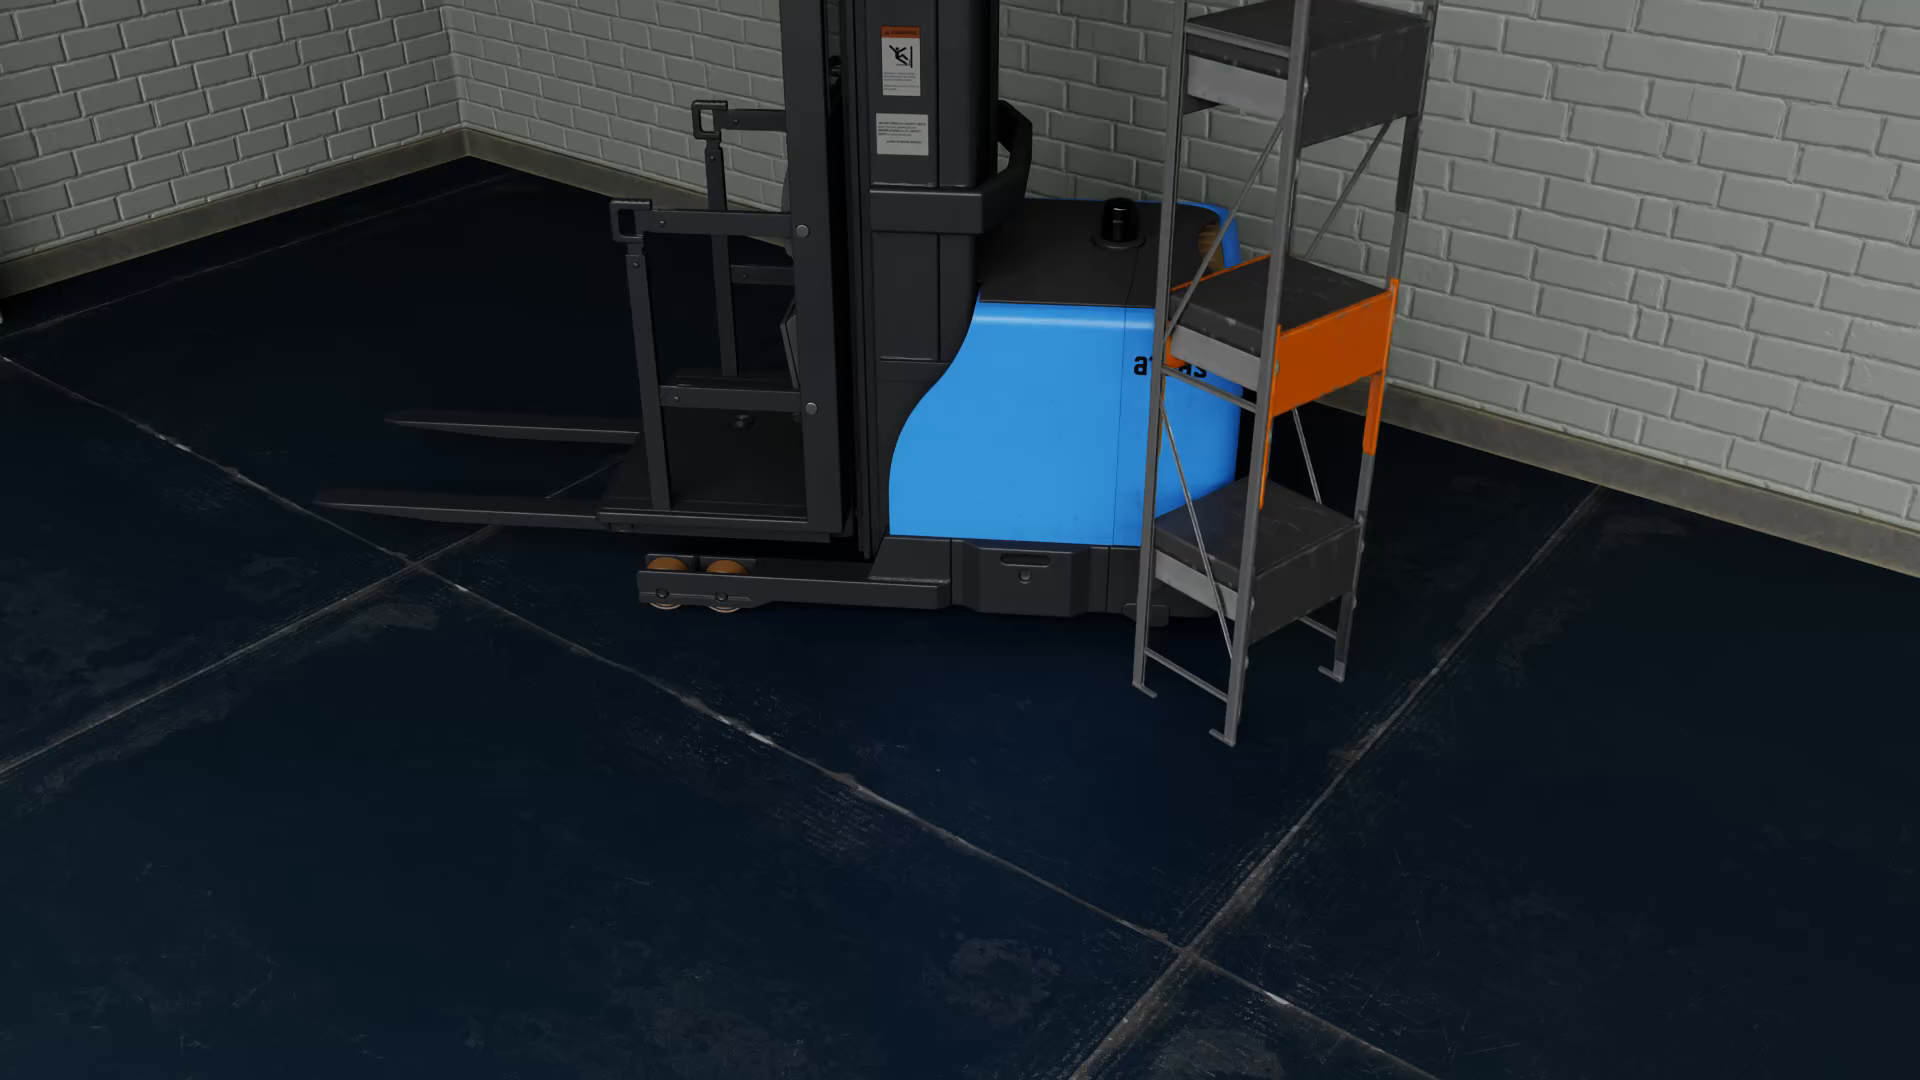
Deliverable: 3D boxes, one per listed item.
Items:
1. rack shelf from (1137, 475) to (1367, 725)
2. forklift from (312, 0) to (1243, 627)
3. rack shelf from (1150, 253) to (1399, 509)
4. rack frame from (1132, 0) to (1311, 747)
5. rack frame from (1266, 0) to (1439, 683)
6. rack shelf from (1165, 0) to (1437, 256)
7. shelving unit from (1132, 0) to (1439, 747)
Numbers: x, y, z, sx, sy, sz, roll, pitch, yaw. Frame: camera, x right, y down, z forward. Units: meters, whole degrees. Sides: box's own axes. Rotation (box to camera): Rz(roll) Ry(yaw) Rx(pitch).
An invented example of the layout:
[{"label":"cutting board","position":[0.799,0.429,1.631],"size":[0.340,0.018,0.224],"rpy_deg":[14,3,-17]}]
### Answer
[{"label":"rack shelf","position":[0.839,0.143,4.848],"size":[0.480,0.518,0.431],"rpy_deg":[-23,38,-34]},{"label":"forklift","position":[-0.620,-1.292,5.055],"size":[3.031,2.935,1.130],"rpy_deg":[3,31,5]},{"label":"rack shelf","position":[0.837,-0.461,4.493],"size":[0.480,0.518,0.431],"rpy_deg":[-23,38,-34]},{"label":"rack frame","position":[0.651,-0.392,4.350],"size":[0.015,2.100,0.400],"rpy_deg":[-23,38,-34]},{"label":"rack frame","position":[1.023,-0.553,4.621],"size":[0.015,2.100,0.400],"rpy_deg":[-23,38,-34]},{"label":"rack shelf","position":[0.835,-1.064,4.138],"size":[0.480,0.518,0.431],"rpy_deg":[-23,38,-34]},{"label":"shelving unit","position":[0.837,-0.473,4.486],"size":[0.503,2.100,0.431],"rpy_deg":[-23,38,-34]}]
